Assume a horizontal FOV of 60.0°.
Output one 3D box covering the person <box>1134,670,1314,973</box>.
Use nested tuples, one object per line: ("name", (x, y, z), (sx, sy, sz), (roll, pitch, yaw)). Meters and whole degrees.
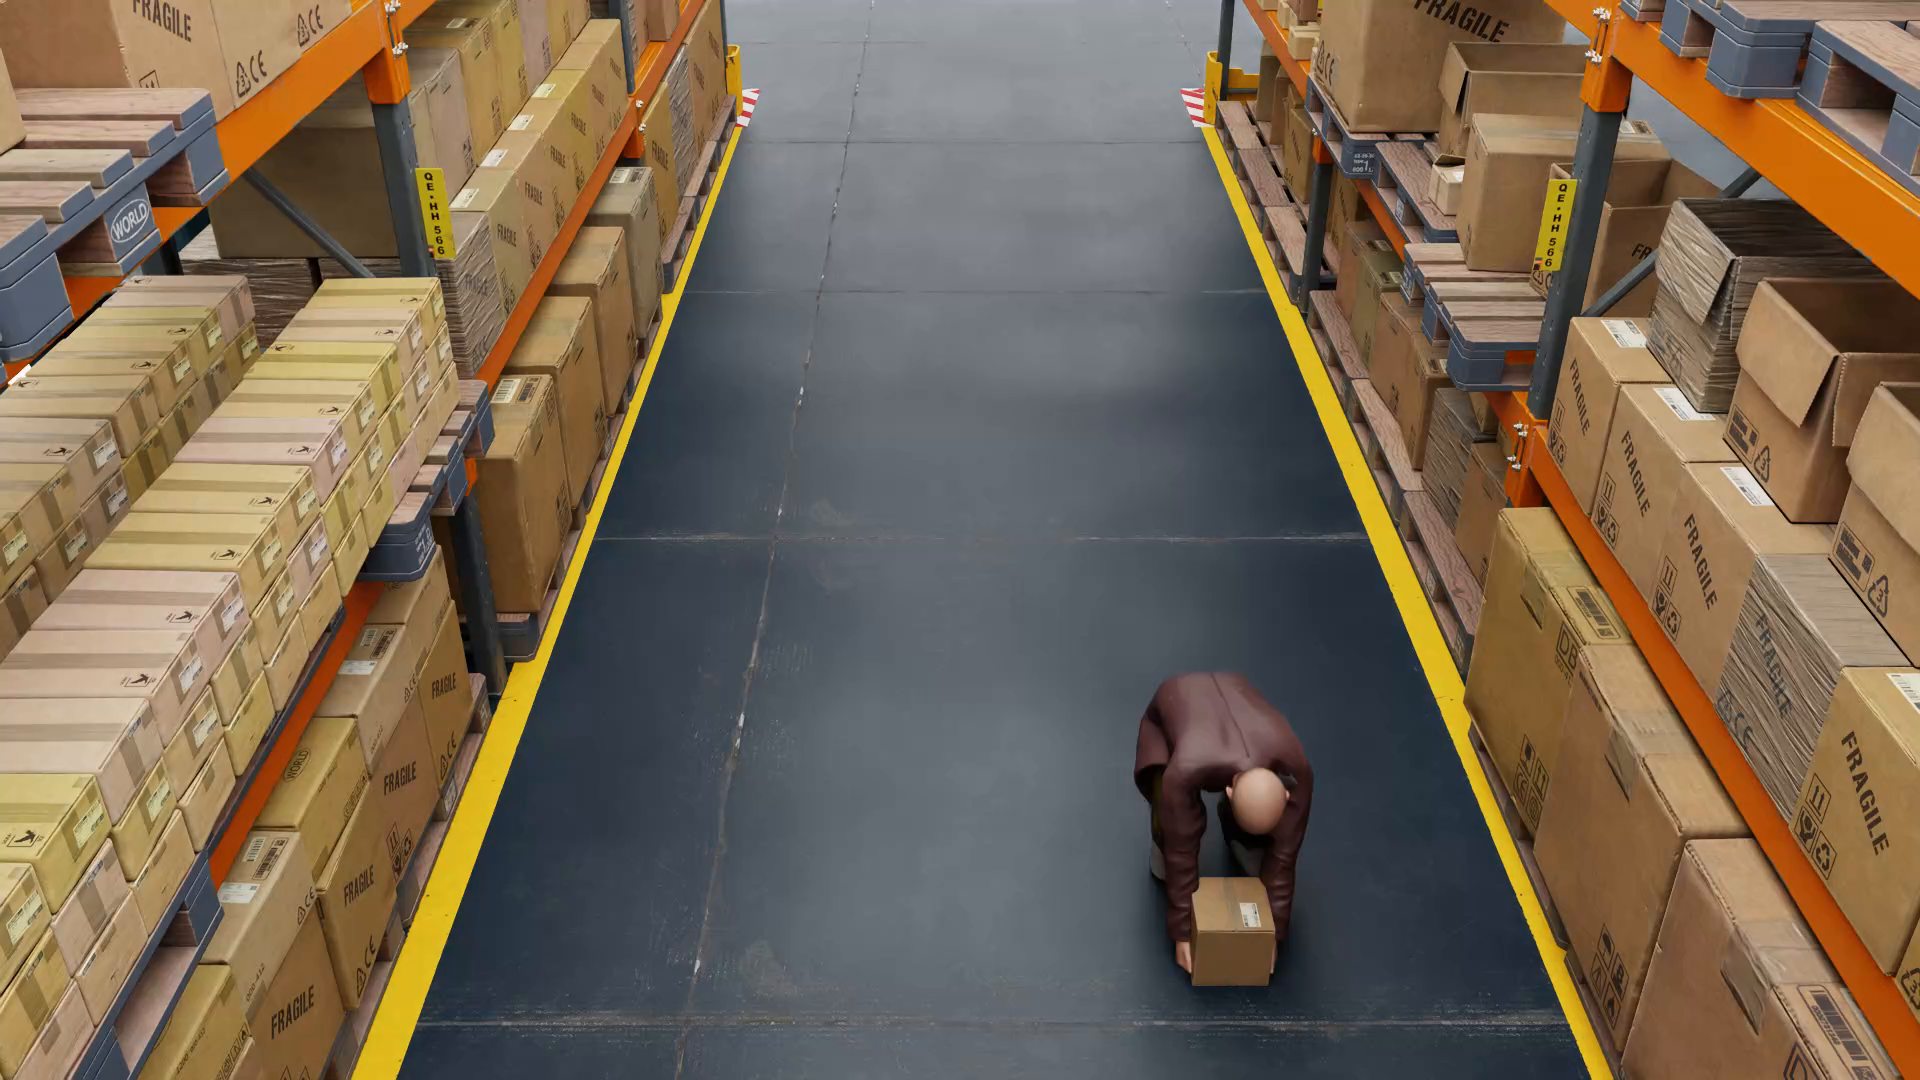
("person", (0.883, 0.889, 5.659), (0.577, 0.810, 0.945), (-1, 31, -1))
